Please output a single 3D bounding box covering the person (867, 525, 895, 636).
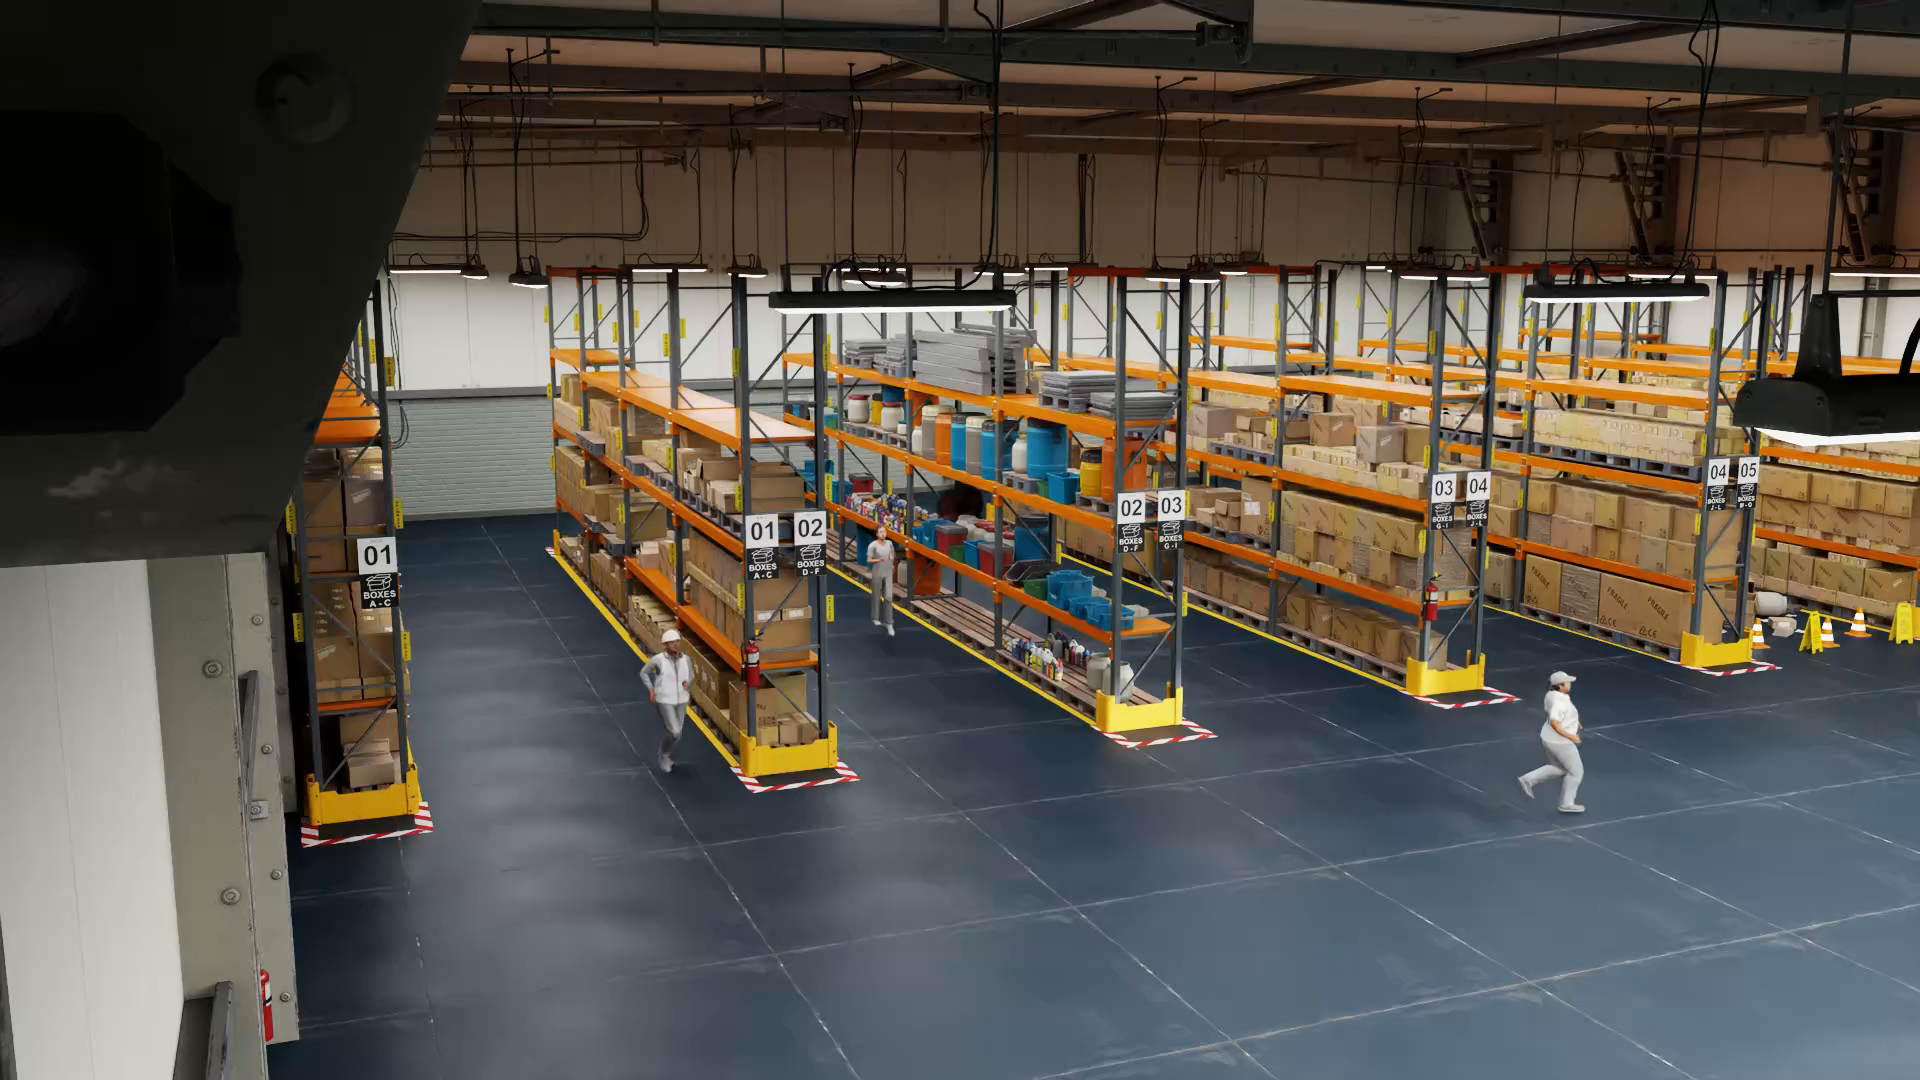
[{"bbox_3d":[-1.243,0.626,26.624,0.546,1.766,0.694,-4,11,-22],"label":"person"}]

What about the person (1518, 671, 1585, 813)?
[{"bbox_3d":[6.764,2.285,18.873,0.727,1.624,0.615,1,10,5],"label":"person"}]

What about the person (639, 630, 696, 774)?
[{"bbox_3d":[-3.522,1.966,20.330,0.629,1.759,0.665,-8,13,-38],"label":"person"}]
